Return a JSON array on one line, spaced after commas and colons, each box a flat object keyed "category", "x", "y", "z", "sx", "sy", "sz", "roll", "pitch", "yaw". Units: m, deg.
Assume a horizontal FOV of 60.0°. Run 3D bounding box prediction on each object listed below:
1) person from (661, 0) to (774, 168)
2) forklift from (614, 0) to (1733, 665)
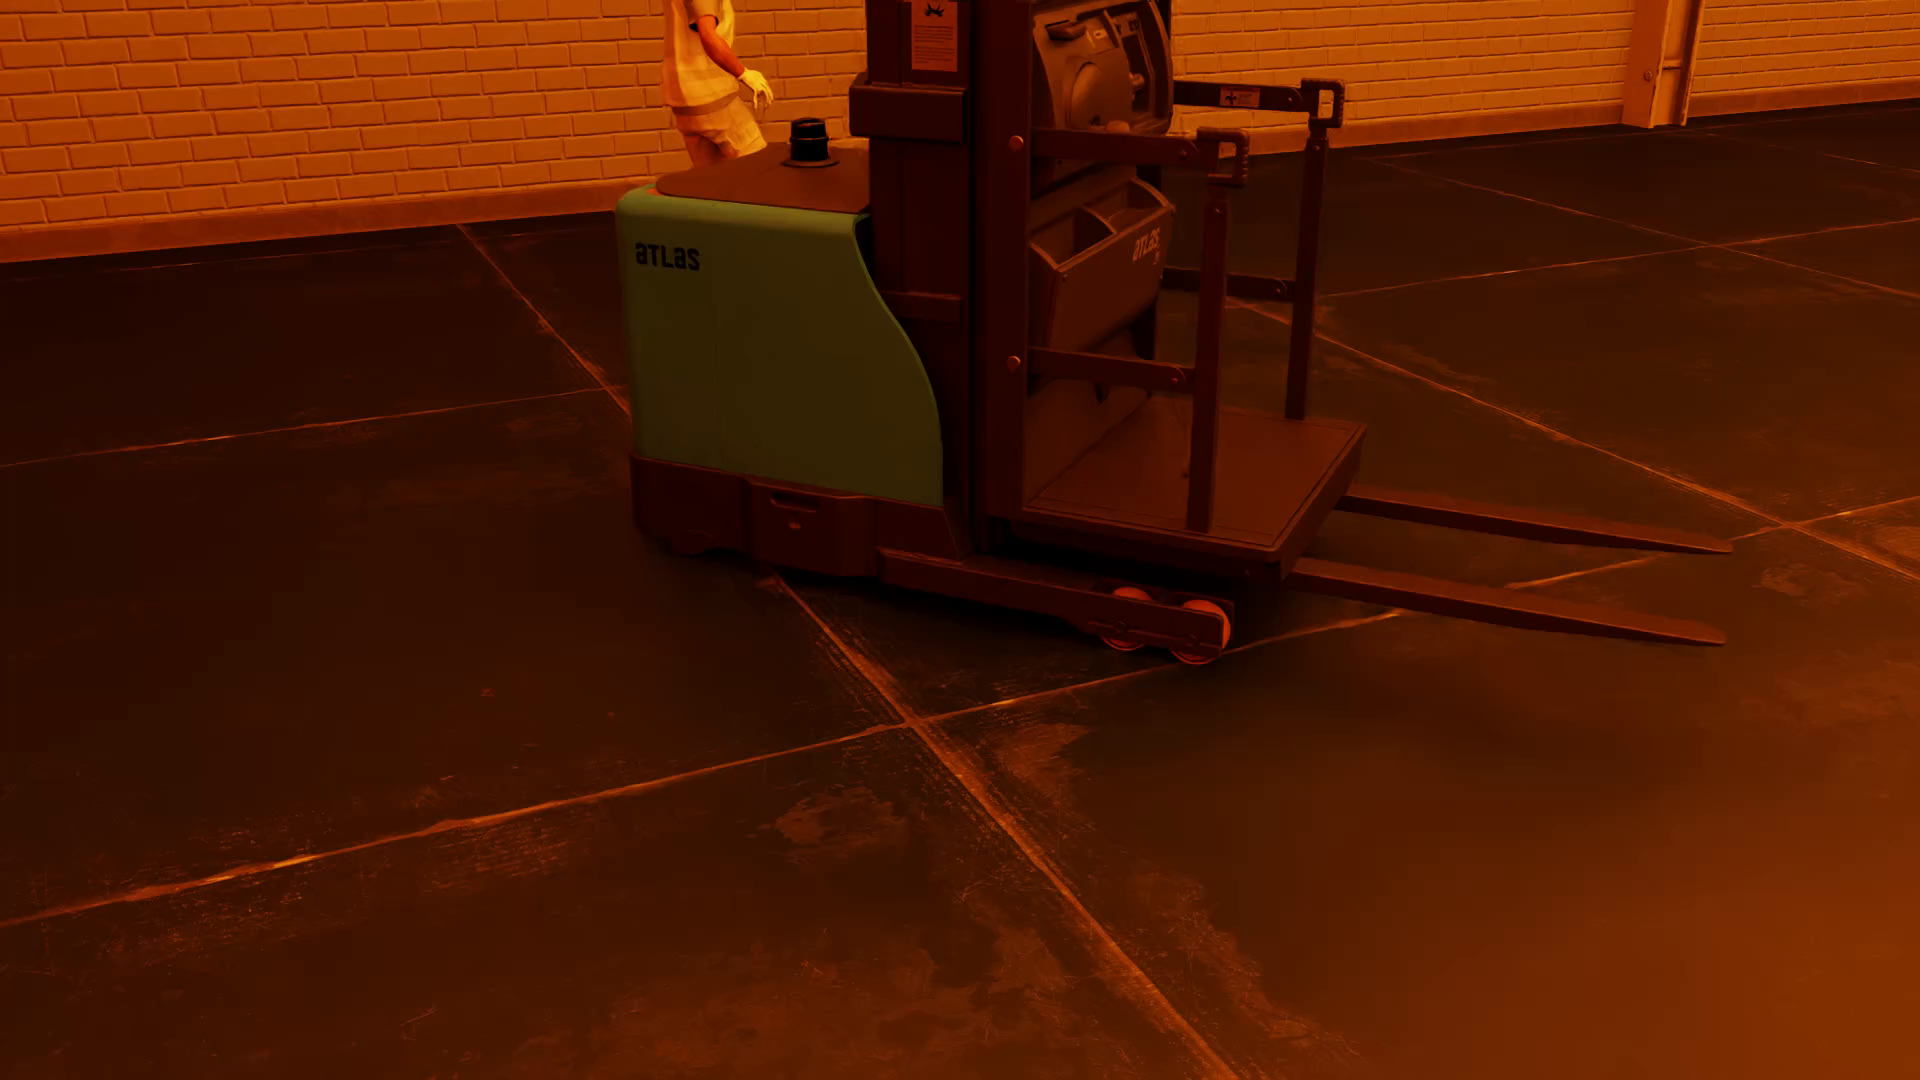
[{"category": "person", "x": -1.117, "y": -2.022, "z": 7.704, "sx": 0.515, "sy": 1.747, "sz": 0.739, "roll": -14, "pitch": 26, "yaw": -29}, {"category": "forklift", "x": 0.572, "y": -1.260, "z": 4.320, "sx": 3.031, "sy": 2.935, "sz": 1.130, "roll": 10, "pitch": 25, "yaw": 23}]
